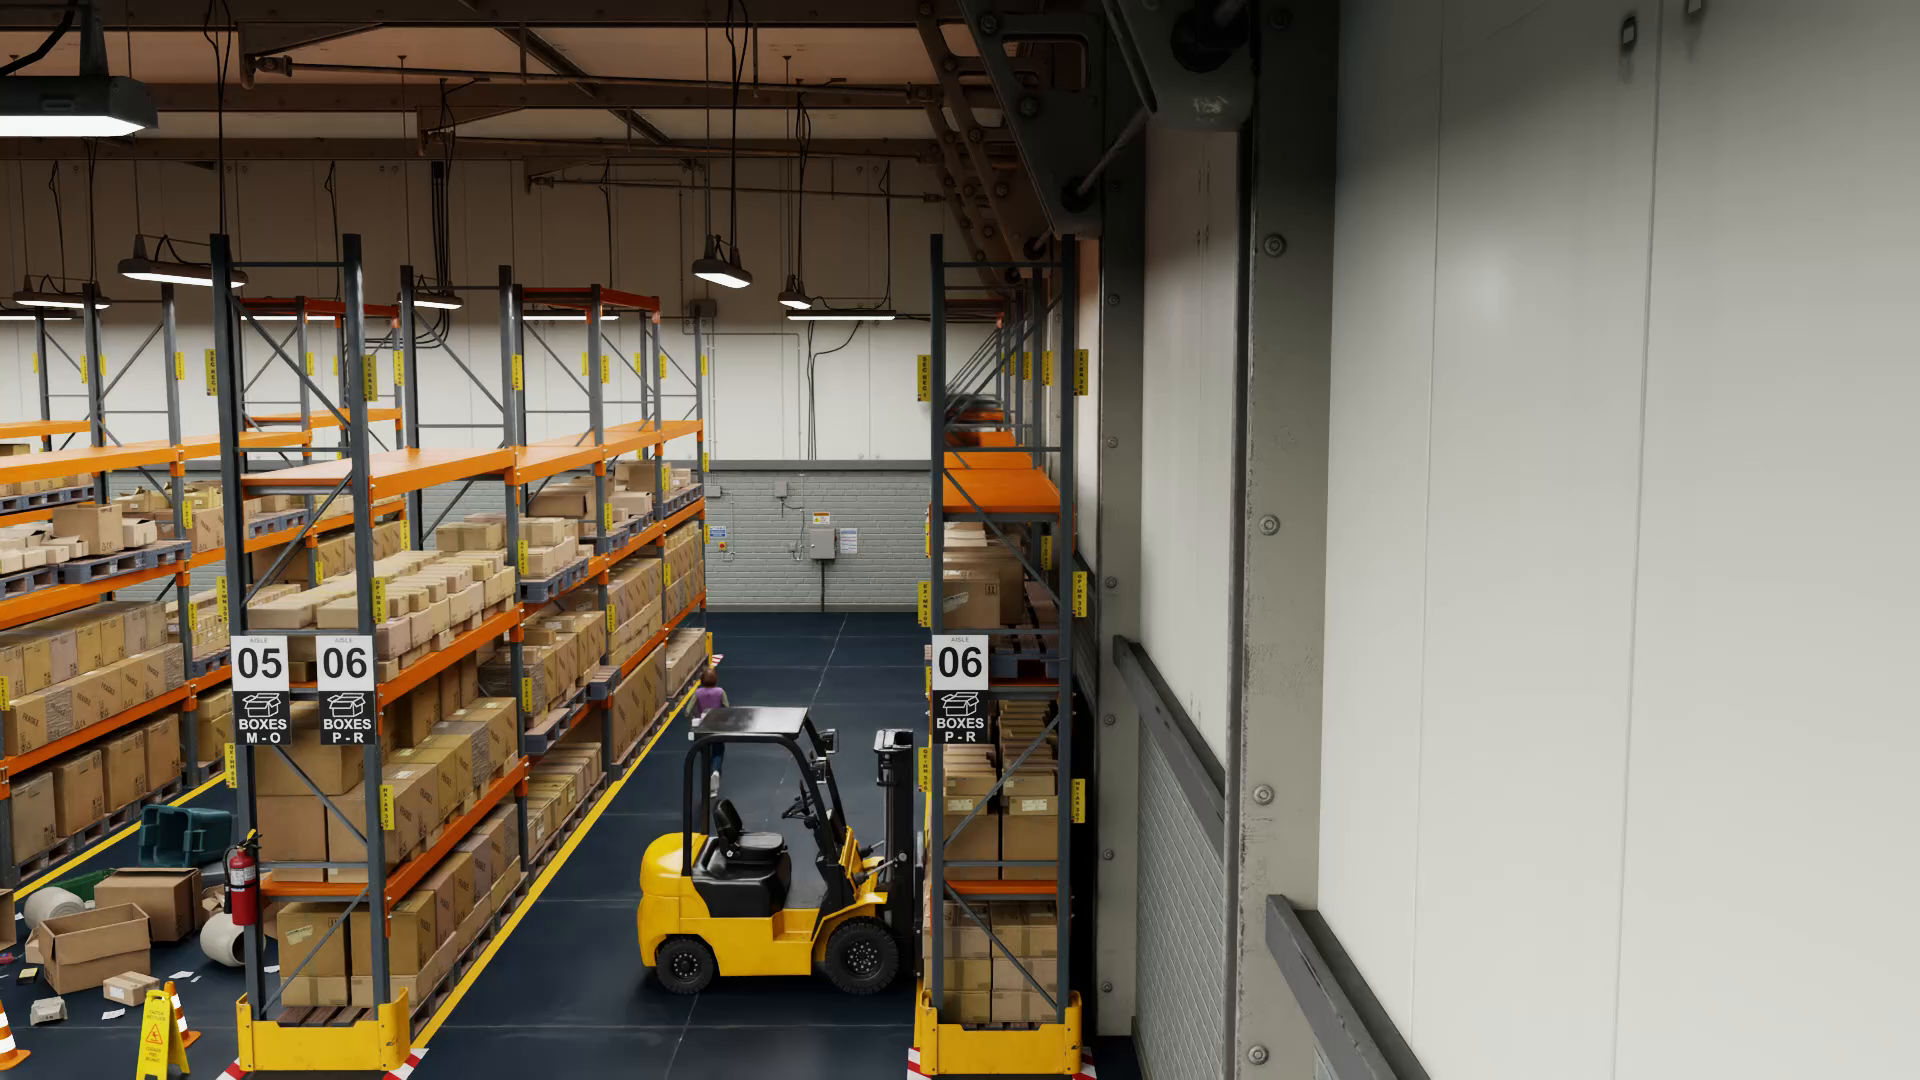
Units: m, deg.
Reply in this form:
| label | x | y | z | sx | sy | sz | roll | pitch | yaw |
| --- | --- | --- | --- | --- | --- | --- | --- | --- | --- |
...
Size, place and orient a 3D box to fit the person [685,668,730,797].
| label | x | y | z | sx | sy | sz | roll | pitch | yaw |
| --- | --- | --- | --- | --- | --- | --- | --- | --- | --- |
| person | -2.915 | 2.268 | 19.342 | 0.550 | 1.567 | 0.632 | -1 | 6 | -5 |
